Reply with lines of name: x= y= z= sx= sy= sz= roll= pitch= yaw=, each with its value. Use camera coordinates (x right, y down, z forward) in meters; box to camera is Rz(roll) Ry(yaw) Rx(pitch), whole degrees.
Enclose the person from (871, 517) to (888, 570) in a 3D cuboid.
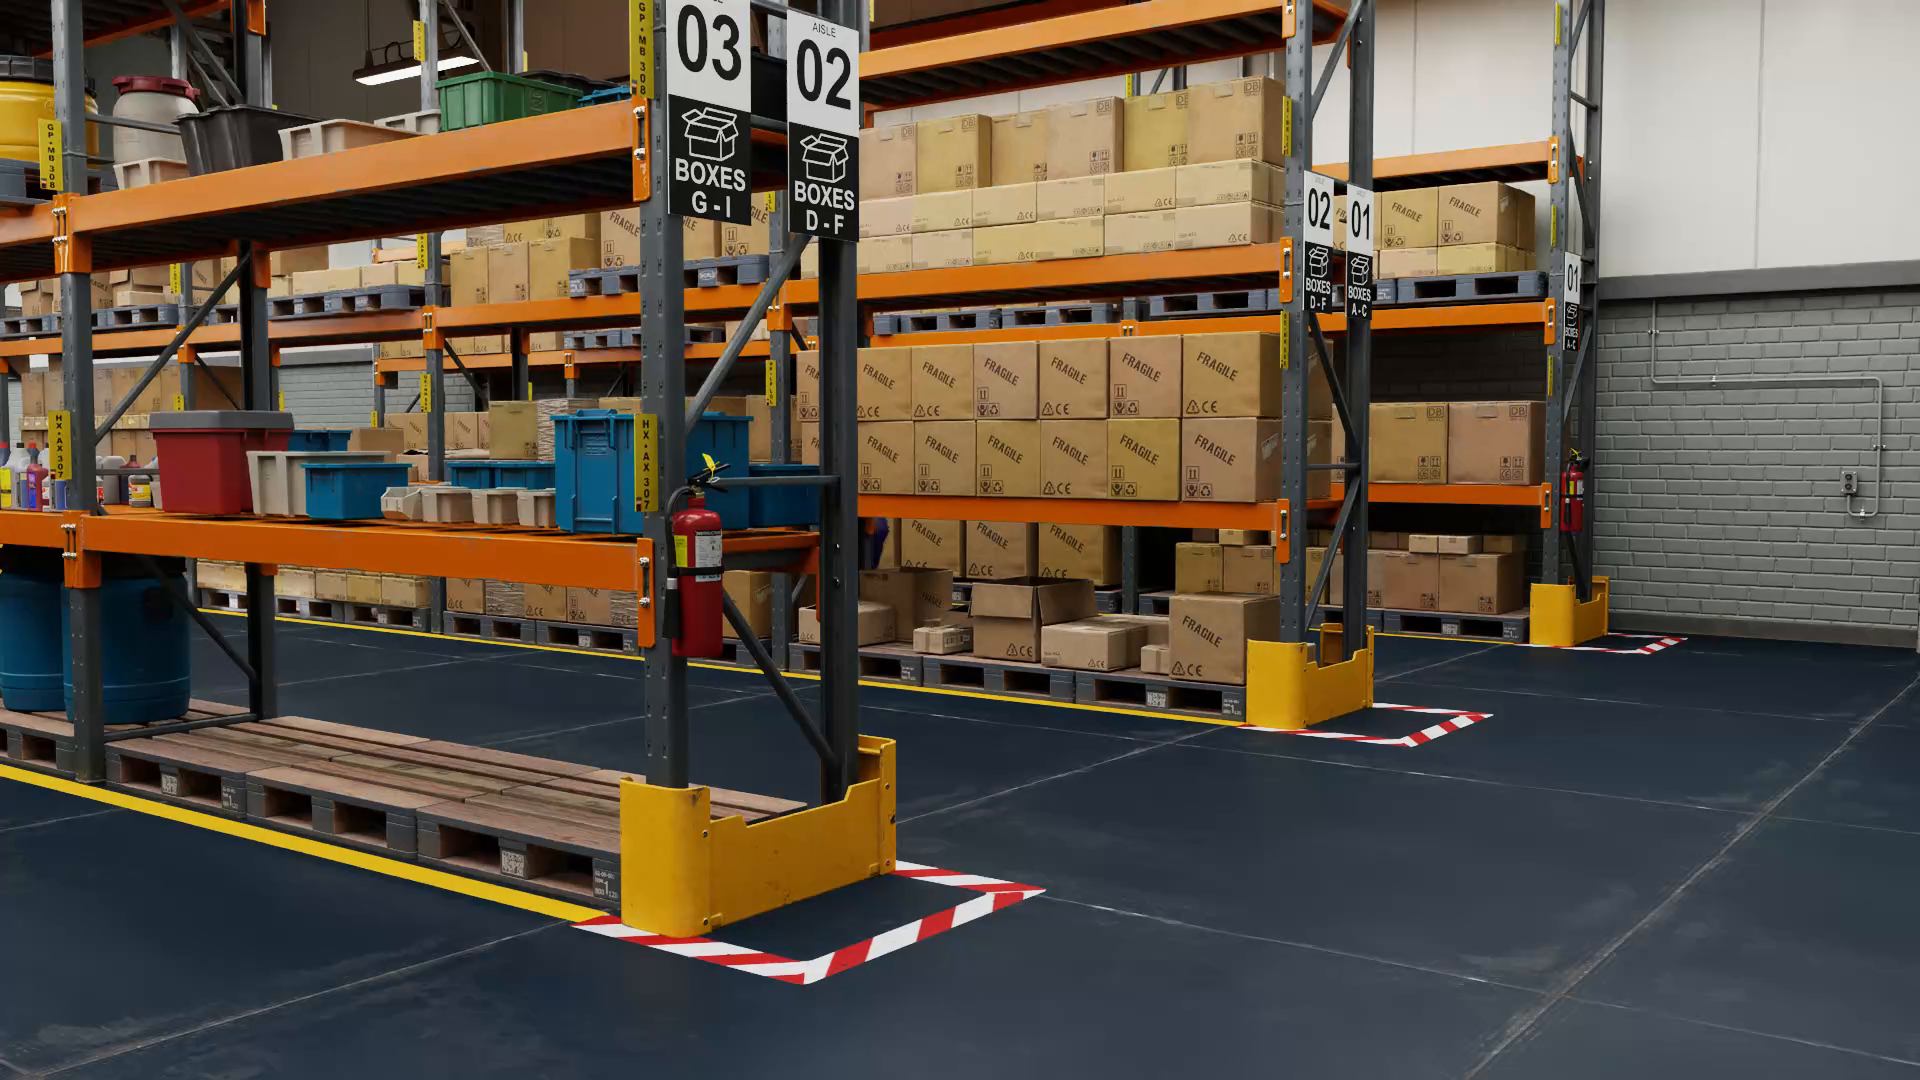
person: x=-0.893 y=-0.081 z=15.595 sx=0.456 sy=1.654 sz=0.551 roll=0 pitch=3 yaw=-1
